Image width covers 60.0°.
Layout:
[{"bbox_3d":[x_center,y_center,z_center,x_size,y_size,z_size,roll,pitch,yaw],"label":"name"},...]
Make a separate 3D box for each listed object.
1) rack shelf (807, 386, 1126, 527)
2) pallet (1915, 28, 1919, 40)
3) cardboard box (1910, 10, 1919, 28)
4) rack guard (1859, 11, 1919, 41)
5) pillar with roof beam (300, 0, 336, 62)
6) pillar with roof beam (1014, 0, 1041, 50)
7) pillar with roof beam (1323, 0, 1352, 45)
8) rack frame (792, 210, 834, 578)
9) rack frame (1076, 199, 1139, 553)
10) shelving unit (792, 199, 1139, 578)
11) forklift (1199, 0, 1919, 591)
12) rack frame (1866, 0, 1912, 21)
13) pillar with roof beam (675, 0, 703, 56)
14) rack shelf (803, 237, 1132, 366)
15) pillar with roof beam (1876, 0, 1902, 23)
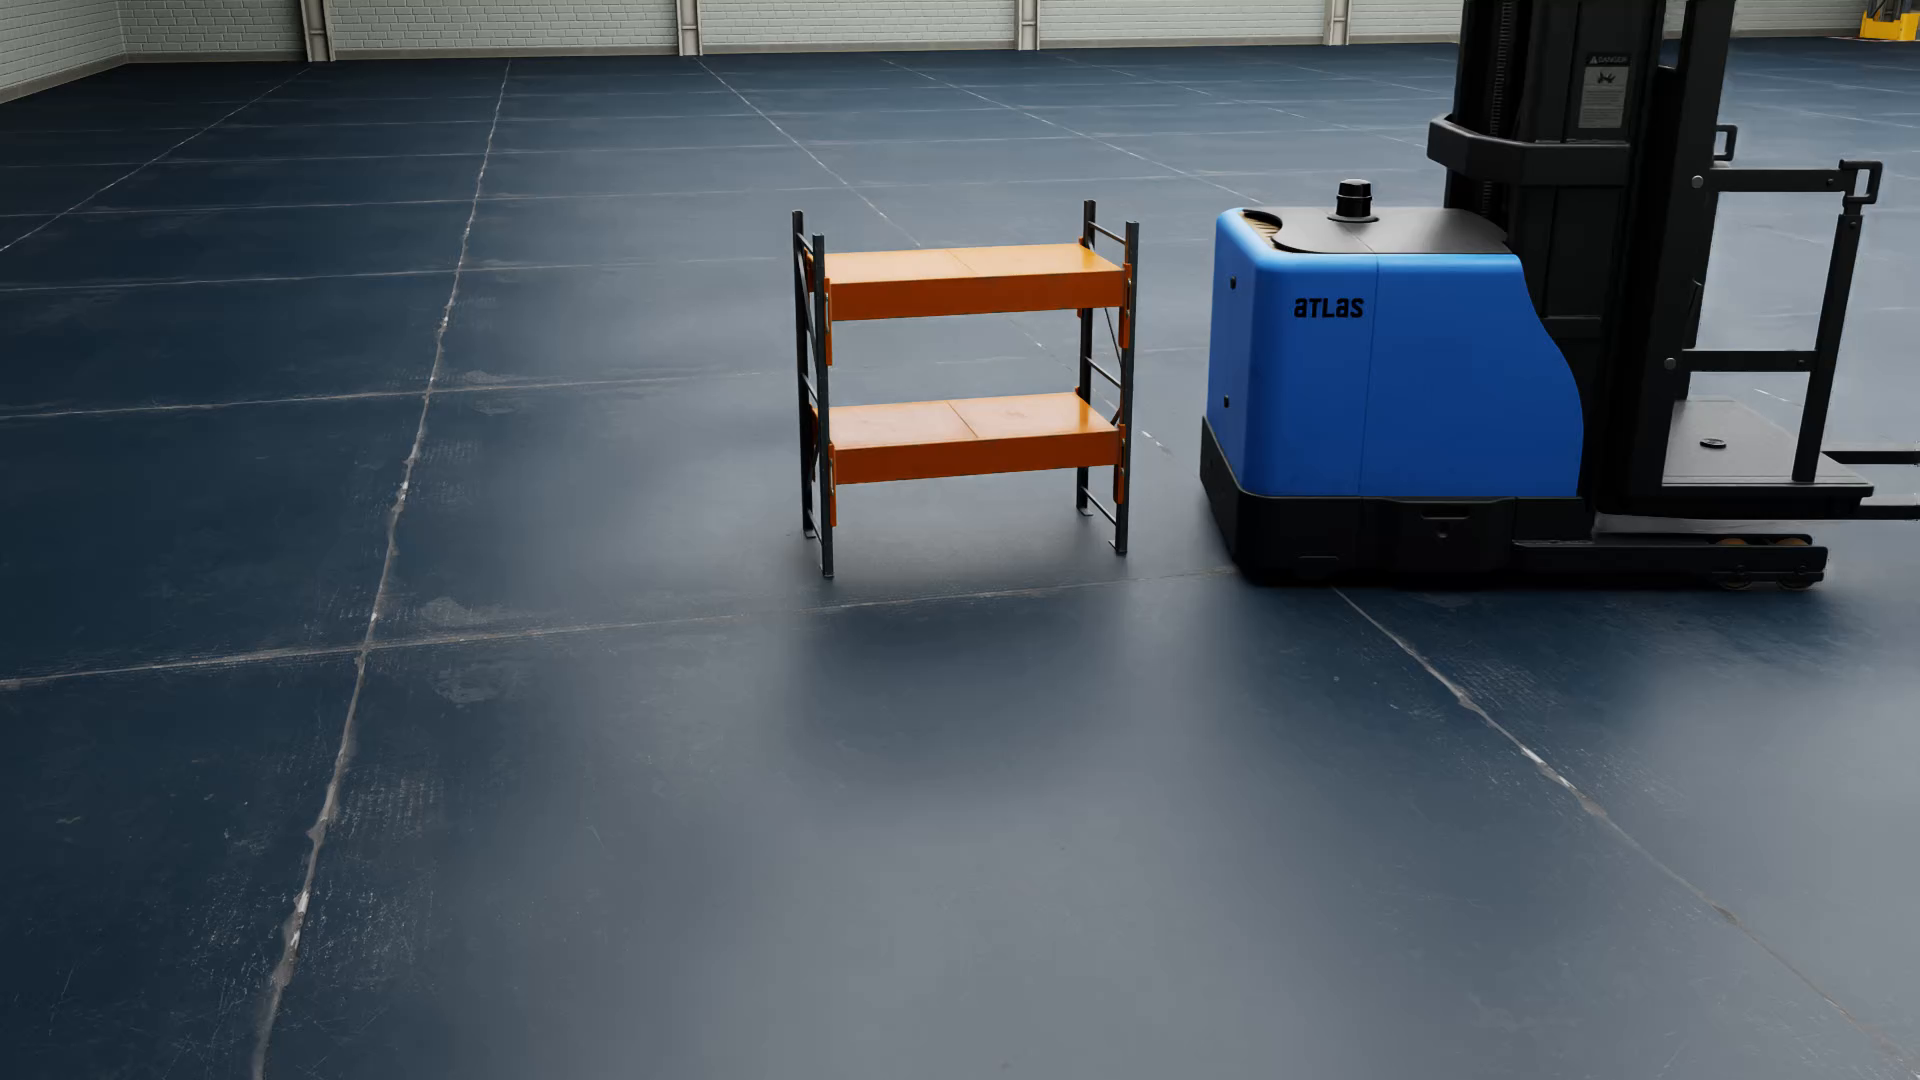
[{"bbox_3d":[0.007,-0.299,5.707,1.000,0.278,0.538,-5,21,-12],"label":"rack shelf"},{"bbox_3d":[19.109,-10.058,32.965,1.213,0.211,1.003,-5,21,-12],"label":"pallet"},{"bbox_3d":[18.930,-10.278,32.780,0.500,0.311,0.500,-7,21,-19],"label":"cardboard box"},{"bbox_3d":[18.310,-10.141,32.772,0.348,0.500,1.175,-5,21,-12],"label":"rack guard"},{"bbox_3d":[-9.486,-10.655,21.820,0.400,9.000,9.100,-5,21,-12],"label":"pillar with roof beam"},{"bbox_3d":[2.192,-11.605,24.413,0.400,9.000,9.100,-5,21,-12],"label":"pillar with roof beam"},{"bbox_3d":[8.031,-12.080,25.709,0.400,9.000,9.100,-5,21,-12],"label":"pillar with roof beam"},{"bbox_3d":[-0.488,-0.488,5.513,0.032,1.125,0.500,-5,21,-12],"label":"rack frame"},{"bbox_3d":[0.501,-0.569,5.732,0.032,1.125,0.500,-5,21,-12],"label":"rack frame"},{"bbox_3d":[0.007,-0.529,5.623,1.048,1.125,0.538,-5,21,-12],"label":"shelving unit"},{"bbox_3d":[2.413,-1.396,5.365,3.031,2.935,1.130,0,20,0],"label":"forklift"},{"bbox_3d":[18.236,-11.309,32.326,0.127,3.000,1.000,-5,21,-12],"label":"rack frame"},{"bbox_3d":[-3.647,-11.130,23.116,0.400,9.000,9.100,-5,21,-12],"label":"pillar with roof beam"},{"bbox_3d":[0.007,-0.804,5.522,1.000,0.278,0.538,-5,21,-12],"label":"rack shelf"},{"bbox_3d":[19.709,-13.030,28.302,0.400,9.000,9.100,-5,21,-12],"label":"pillar with roof beam"}]
